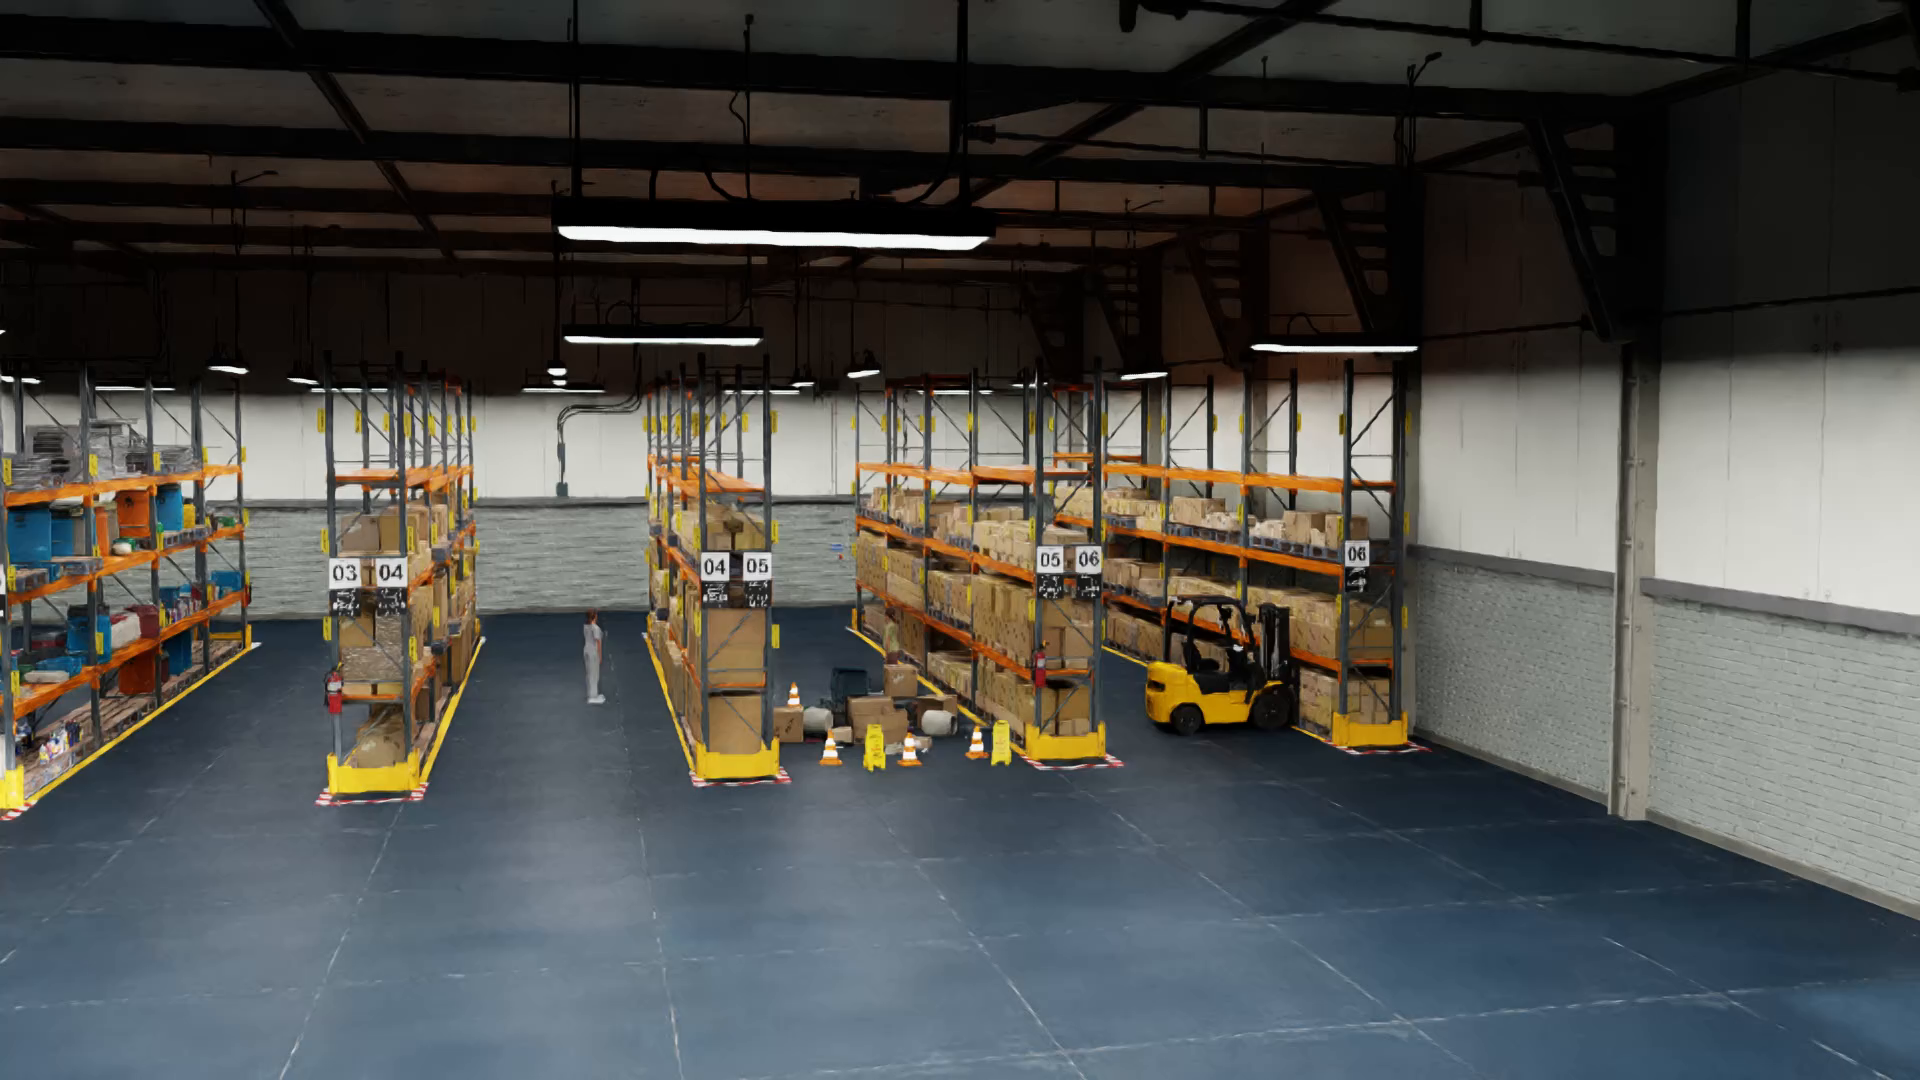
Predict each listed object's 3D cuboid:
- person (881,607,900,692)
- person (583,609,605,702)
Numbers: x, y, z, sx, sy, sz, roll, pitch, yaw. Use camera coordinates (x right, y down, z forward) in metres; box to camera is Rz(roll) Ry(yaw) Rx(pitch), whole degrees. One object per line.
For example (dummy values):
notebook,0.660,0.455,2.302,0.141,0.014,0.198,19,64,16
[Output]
person,-1.292,2.045,30.283,0.580,1.666,0.572,1,4,13
person,-6.579,2.068,29.975,0.441,1.675,0.496,-4,6,-44
